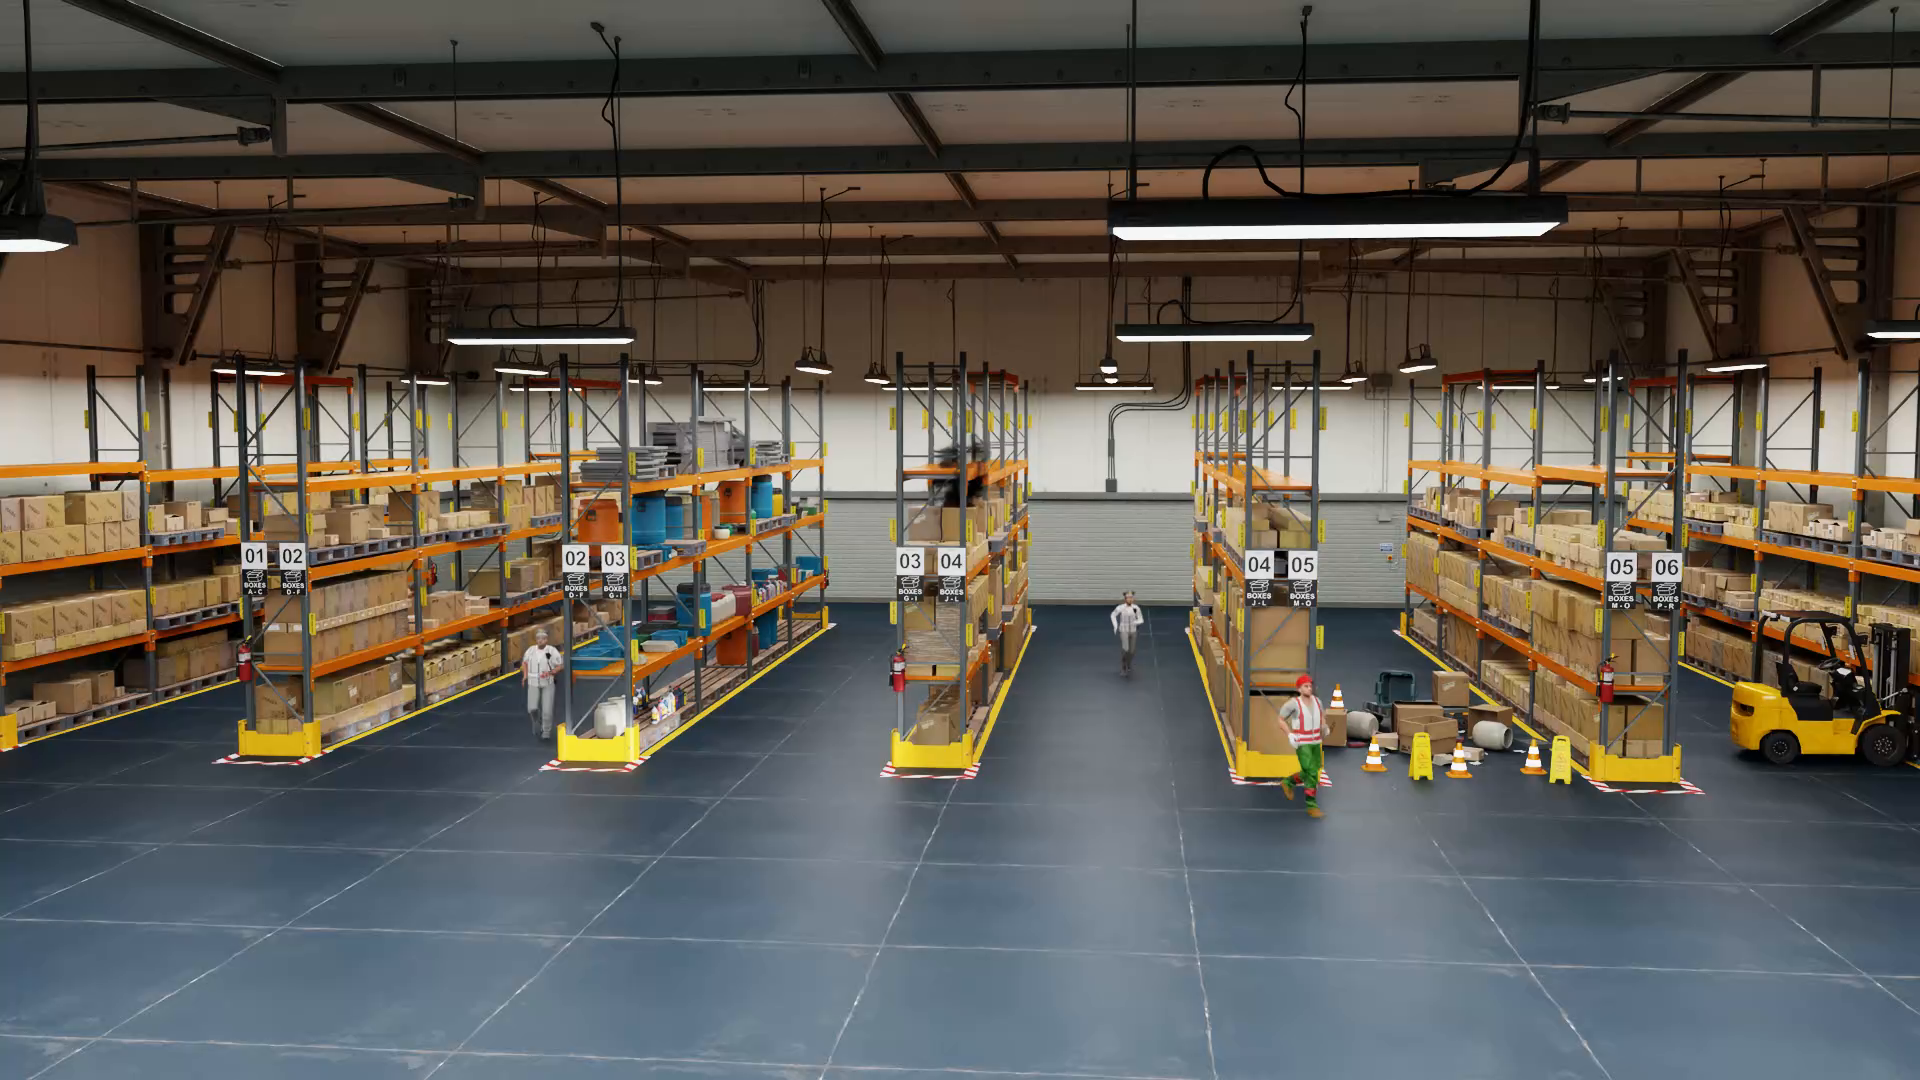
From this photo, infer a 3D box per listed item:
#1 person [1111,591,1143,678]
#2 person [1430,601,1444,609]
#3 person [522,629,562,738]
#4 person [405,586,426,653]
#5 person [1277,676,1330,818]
[{"bbox_3d":[3.305,1.842,32.657,0.577,1.715,0.696,-1,4,-9],"label":"person"},{"bbox_3d":[11.614,1.287,40.167,0.624,1.703,0.715,3,5,39],"label":"person"},{"bbox_3d":[-6.606,2.263,26.195,0.658,1.739,0.601,0,4,-4],"label":"person"},{"bbox_3d":[-11.264,1.760,34.205,0.588,1.655,0.893,1,4,10],"label":"person"},{"bbox_3d":[4.407,2.612,21.295,0.646,1.779,0.817,-2,5,-28],"label":"person"}]
